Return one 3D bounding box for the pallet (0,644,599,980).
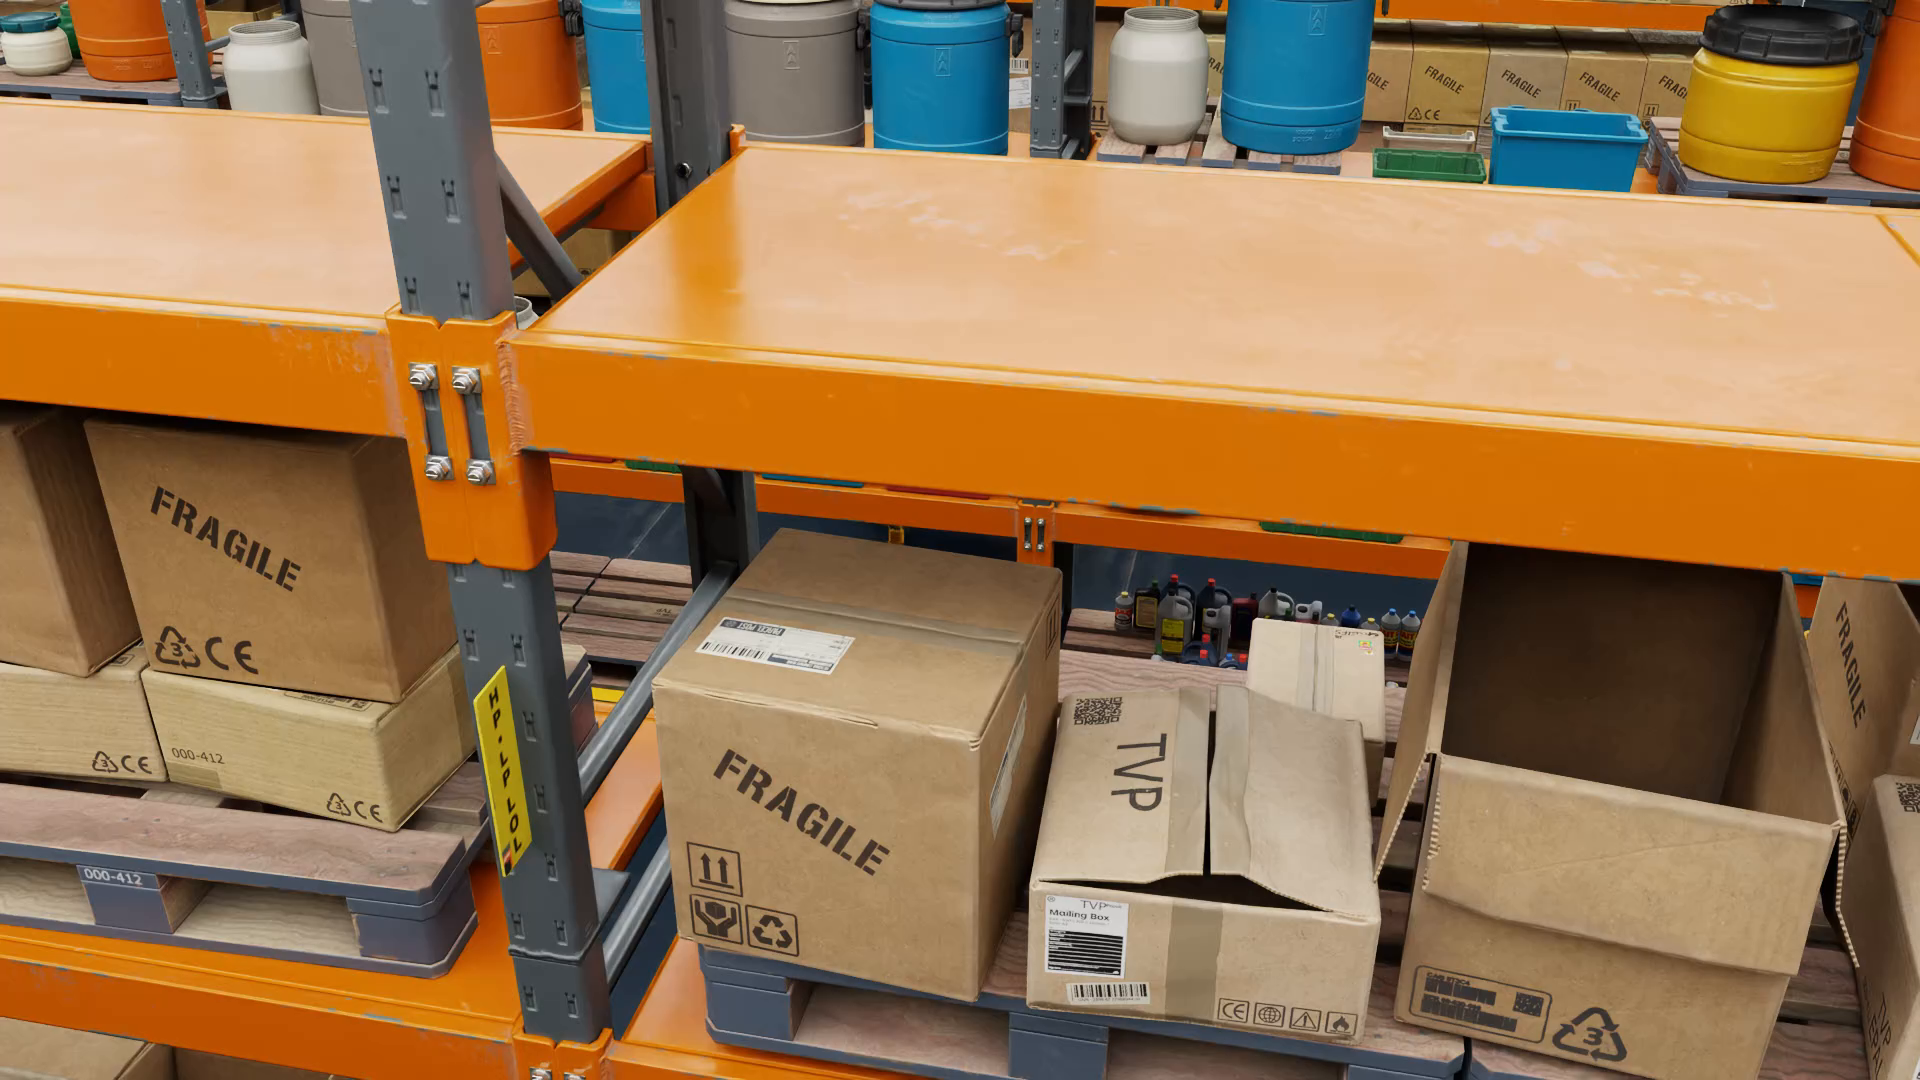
[{"bbox_3d":[-1.445,0.460,3.362,1.217,0.209,0.805,5,29,9],"label":"pallet"}]

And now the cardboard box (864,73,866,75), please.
[{"bbox_3d":[-0.708,-4.692,17.603,0.750,0.750,1.050,5,29,10],"label":"cardboard box"}]

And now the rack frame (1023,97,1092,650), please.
[{"bbox_3d":[0.458,-0.552,8.135,0.127,3.000,1.000,6,29,11],"label":"rack frame"}]

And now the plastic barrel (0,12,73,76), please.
[{"bbox_3d":[-4.533,-2.431,8.150,0.301,0.262,0.301,0,29,0],"label":"plastic barrel"}]

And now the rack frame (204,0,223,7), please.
[{"bbox_3d":[-6.331,-3.680,13.849,0.127,3.000,1.000,6,29,11],"label":"rack frame"}]

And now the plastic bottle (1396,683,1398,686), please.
[{"bbox_3d":[2.114,0.793,8.134,0.097,0.201,0.097,0,29,0],"label":"plastic bottle"}]

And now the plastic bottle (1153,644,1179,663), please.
[{"bbox_3d":[1.022,0.654,8.303,0.133,0.283,0.061,6,29,11],"label":"plastic bottle"}]

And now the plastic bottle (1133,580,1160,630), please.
[{"bbox_3d":[0.998,0.340,8.876,0.133,0.283,0.061,7,30,13],"label":"plastic bottle"}]

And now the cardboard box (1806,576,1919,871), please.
[{"bbox_3d":[1.765,0.275,2.813,0.500,0.500,0.500,6,29,11],"label":"cardboard box"}]

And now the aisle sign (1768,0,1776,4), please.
[{"bbox_3d":[5.528,-3.752,11.272,0.004,0.787,0.394,6,29,11],"label":"aisle sign"}]

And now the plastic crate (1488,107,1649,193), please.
[{"bbox_3d":[2.442,-1.509,6.776,0.575,0.384,0.392,6,29,11],"label":"plastic crate"}]

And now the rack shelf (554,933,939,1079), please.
[{"bbox_3d":[1.376,0.974,2.972,4.000,0.370,1.077,6,29,11],"label":"rack shelf"}]

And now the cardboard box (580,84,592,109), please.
[{"bbox_3d":[-2.954,-3.256,12.970,0.500,0.500,0.500,7,29,12],"label":"cardboard box"}]

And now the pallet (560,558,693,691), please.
[{"bbox_3d":[-1.515,0.489,9.136,1.213,0.211,1.003,6,29,11],"label":"pallet"}]

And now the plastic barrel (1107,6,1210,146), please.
[{"bbox_3d":[0.838,-1.965,7.039,0.421,0.512,0.421,0,29,0],"label":"plastic barrel"}]

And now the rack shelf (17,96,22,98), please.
[{"bbox_3d":[-5.410,-2.154,8.686,4.000,0.370,1.077,6,29,11],"label":"rack shelf"}]

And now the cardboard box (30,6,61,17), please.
[{"bbox_3d":[-7.326,-4.047,13.583,0.500,0.500,0.500,6,29,11],"label":"cardboard box"}]

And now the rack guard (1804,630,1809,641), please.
[{"bbox_3d":[4.286,0.960,7.976,0.348,0.500,1.175,6,29,11],"label":"rack guard"}]

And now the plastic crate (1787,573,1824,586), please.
[{"bbox_3d":[3.818,0.005,7.273,0.616,0.251,0.499,6,29,11],"label":"plastic crate"}]

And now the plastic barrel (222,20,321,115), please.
[{"bbox_3d":[-3.214,-2.143,7.800,0.421,0.512,0.421,0,29,0],"label":"plastic barrel"}]

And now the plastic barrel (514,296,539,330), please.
[{"bbox_3d":[-2.403,-0.999,8.835,0.421,0.512,0.421,0,29,0],"label":"plastic barrel"}]

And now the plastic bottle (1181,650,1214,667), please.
[{"bbox_3d":[1.161,0.693,8.161,0.185,0.351,0.144,7,29,12],"label":"plastic bottle"}]

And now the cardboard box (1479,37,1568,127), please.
[{"bbox_3d":[3.836,-3.128,11.384,0.500,0.500,0.500,6,29,11],"label":"cardboard box"}]

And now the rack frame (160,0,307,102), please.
[{"bbox_3d":[-3.454,-3.585,7.427,0.127,3.000,1.000,6,29,11],"label":"rack frame"}]

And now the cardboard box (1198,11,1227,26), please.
[{"bbox_3d":[1.990,-3.575,12.201,0.500,0.500,0.500,6,29,11],"label":"cardboard box"}]

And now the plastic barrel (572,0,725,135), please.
[{"bbox_3d":[-1.364,-2.168,7.440,0.708,0.901,0.600,6,29,11],"label":"plastic barrel"}]

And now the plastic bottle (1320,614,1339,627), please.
[{"bbox_3d":[1.931,0.481,8.705,0.097,0.201,0.097,0,29,0],"label":"plastic bottle"}]

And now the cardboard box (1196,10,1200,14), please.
[{"bbox_3d":[2.169,-5.420,16.923,0.500,0.500,0.500,6,29,11],"label":"cardboard box"}]

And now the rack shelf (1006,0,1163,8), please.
[{"bbox_3d":[-0.463,-4.079,12.202,4.000,0.370,1.077,6,29,11],"label":"rack shelf"}]

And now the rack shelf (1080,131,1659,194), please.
[{"bbox_3d":[2.414,-1.352,7.221,4.000,0.370,1.077,6,29,11],"label":"rack shelf"}]

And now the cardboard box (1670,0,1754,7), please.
[{"bbox_3d":[4.880,-3.656,10.837,0.500,0.250,0.500,7,29,12],"label":"cardboard box"}]

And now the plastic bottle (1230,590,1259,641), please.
[{"bbox_3d":[1.504,0.392,8.781,0.133,0.283,0.061,8,30,14],"label":"plastic bottle"}]

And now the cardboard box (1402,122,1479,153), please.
[{"bbox_3d":[3.392,-2.839,11.898,0.500,0.500,0.875,6,29,11],"label":"cardboard box"}]

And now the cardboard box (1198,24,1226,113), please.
[{"bbox_3d":[1.879,-3.326,11.747,0.500,0.500,0.500,6,29,11],"label":"cardboard box"}]

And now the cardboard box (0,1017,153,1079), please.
[{"bbox_3d":[-2.333,1.542,4.205,0.500,0.500,0.500,6,29,11],"label":"cardboard box"}]

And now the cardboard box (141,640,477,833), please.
[{"bbox_3d":[-1.180,0.273,3.222,0.500,0.250,0.500,9,30,16],"label":"cardboard box"}]

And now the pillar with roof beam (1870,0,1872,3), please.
[{"bbox_3d":[12.983,-9.963,19.078,0.400,9.000,9.100,6,29,11],"label":"pillar with roof beam"}]

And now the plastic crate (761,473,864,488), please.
[{"bbox_3d":[-0.686,-0.509,8.074,0.575,0.384,0.392,6,29,11],"label":"plastic crate"}]

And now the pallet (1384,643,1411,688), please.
[{"bbox_3d":[2.303,0.879,8.424,1.213,0.211,1.003,6,29,11],"label":"pallet"}]

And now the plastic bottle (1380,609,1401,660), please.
[{"bbox_3d":[2.229,0.480,8.632,0.097,0.271,0.097,0,29,0],"label":"plastic bottle"}]

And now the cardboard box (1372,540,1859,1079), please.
[{"bbox_3d":[1.004,0.392,2.597,0.637,0.503,0.797,9,30,16],"label":"cardboard box"}]

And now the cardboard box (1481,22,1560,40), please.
[{"bbox_3d":[3.947,-3.376,11.838,0.500,0.500,0.500,6,29,11],"label":"cardboard box"}]

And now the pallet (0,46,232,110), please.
[{"bbox_3d":[-4.181,-2.309,8.416,1.213,0.211,1.003,6,29,11],"label":"pallet"}]

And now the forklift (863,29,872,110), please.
[{"bbox_3d":[-0.593,-2.135,11.097,1.130,2.935,3.031,-9,30,-16],"label":"forklift"}]

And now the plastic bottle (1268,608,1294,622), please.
[{"bbox_3d":[1.655,0.478,8.624,0.133,0.283,0.061,6,29,11],"label":"plastic bottle"}]

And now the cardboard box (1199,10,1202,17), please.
[{"bbox_3d":[3.049,-6.615,21.508,0.625,0.372,0.950,6,29,11],"label":"cardboard box"}]

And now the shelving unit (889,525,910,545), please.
[{"bbox_3d":[0.145,-0.605,9.792,1.083,1.500,0.587,3,29,6],"label":"shelving unit"}]

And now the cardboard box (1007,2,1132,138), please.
[{"bbox_3d":[0.745,-3.471,12.404,1.000,1.000,1.000,6,29,11],"label":"cardboard box"}]

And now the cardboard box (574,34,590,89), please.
[{"bbox_3d":[-3.131,-3.844,12.999,0.637,0.503,0.797,7,29,12],"label":"cardboard box"}]
